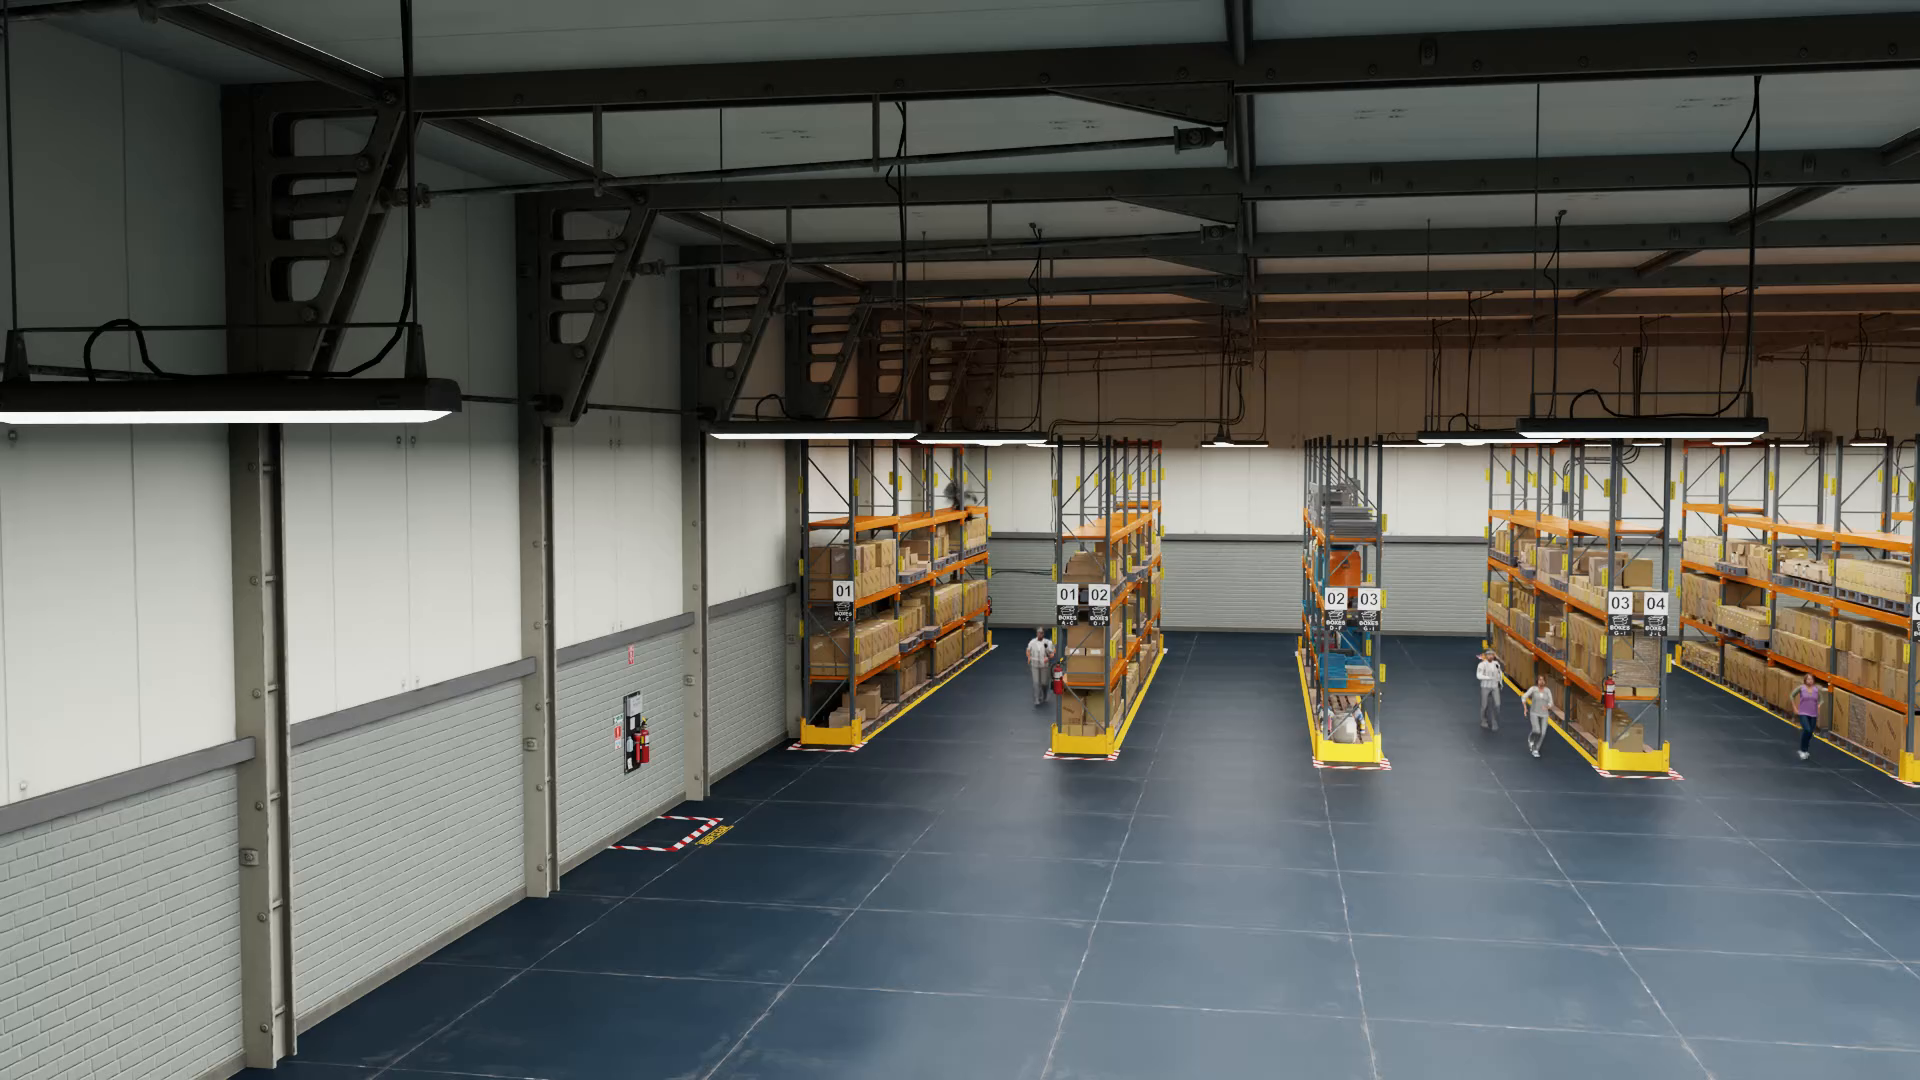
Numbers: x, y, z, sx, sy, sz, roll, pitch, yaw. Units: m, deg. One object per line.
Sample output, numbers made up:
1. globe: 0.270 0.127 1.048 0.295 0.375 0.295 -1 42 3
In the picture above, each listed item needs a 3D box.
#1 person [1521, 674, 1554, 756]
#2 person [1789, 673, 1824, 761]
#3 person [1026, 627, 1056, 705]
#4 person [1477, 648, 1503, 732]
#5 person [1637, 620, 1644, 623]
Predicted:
1. person: 10.773 3.273 30.947 0.531 1.538 0.509 0 3 3
2. person: 15.666 3.266 30.731 0.545 1.621 0.650 0 3 8
3. person: 1.811 2.817 37.521 0.690 1.750 0.681 1 3 10
4. person: 10.822 3.045 33.922 0.579 1.718 0.695 0 3 2
5. person: 17.829 2.558 43.796 0.670 1.595 0.584 1 3 21
